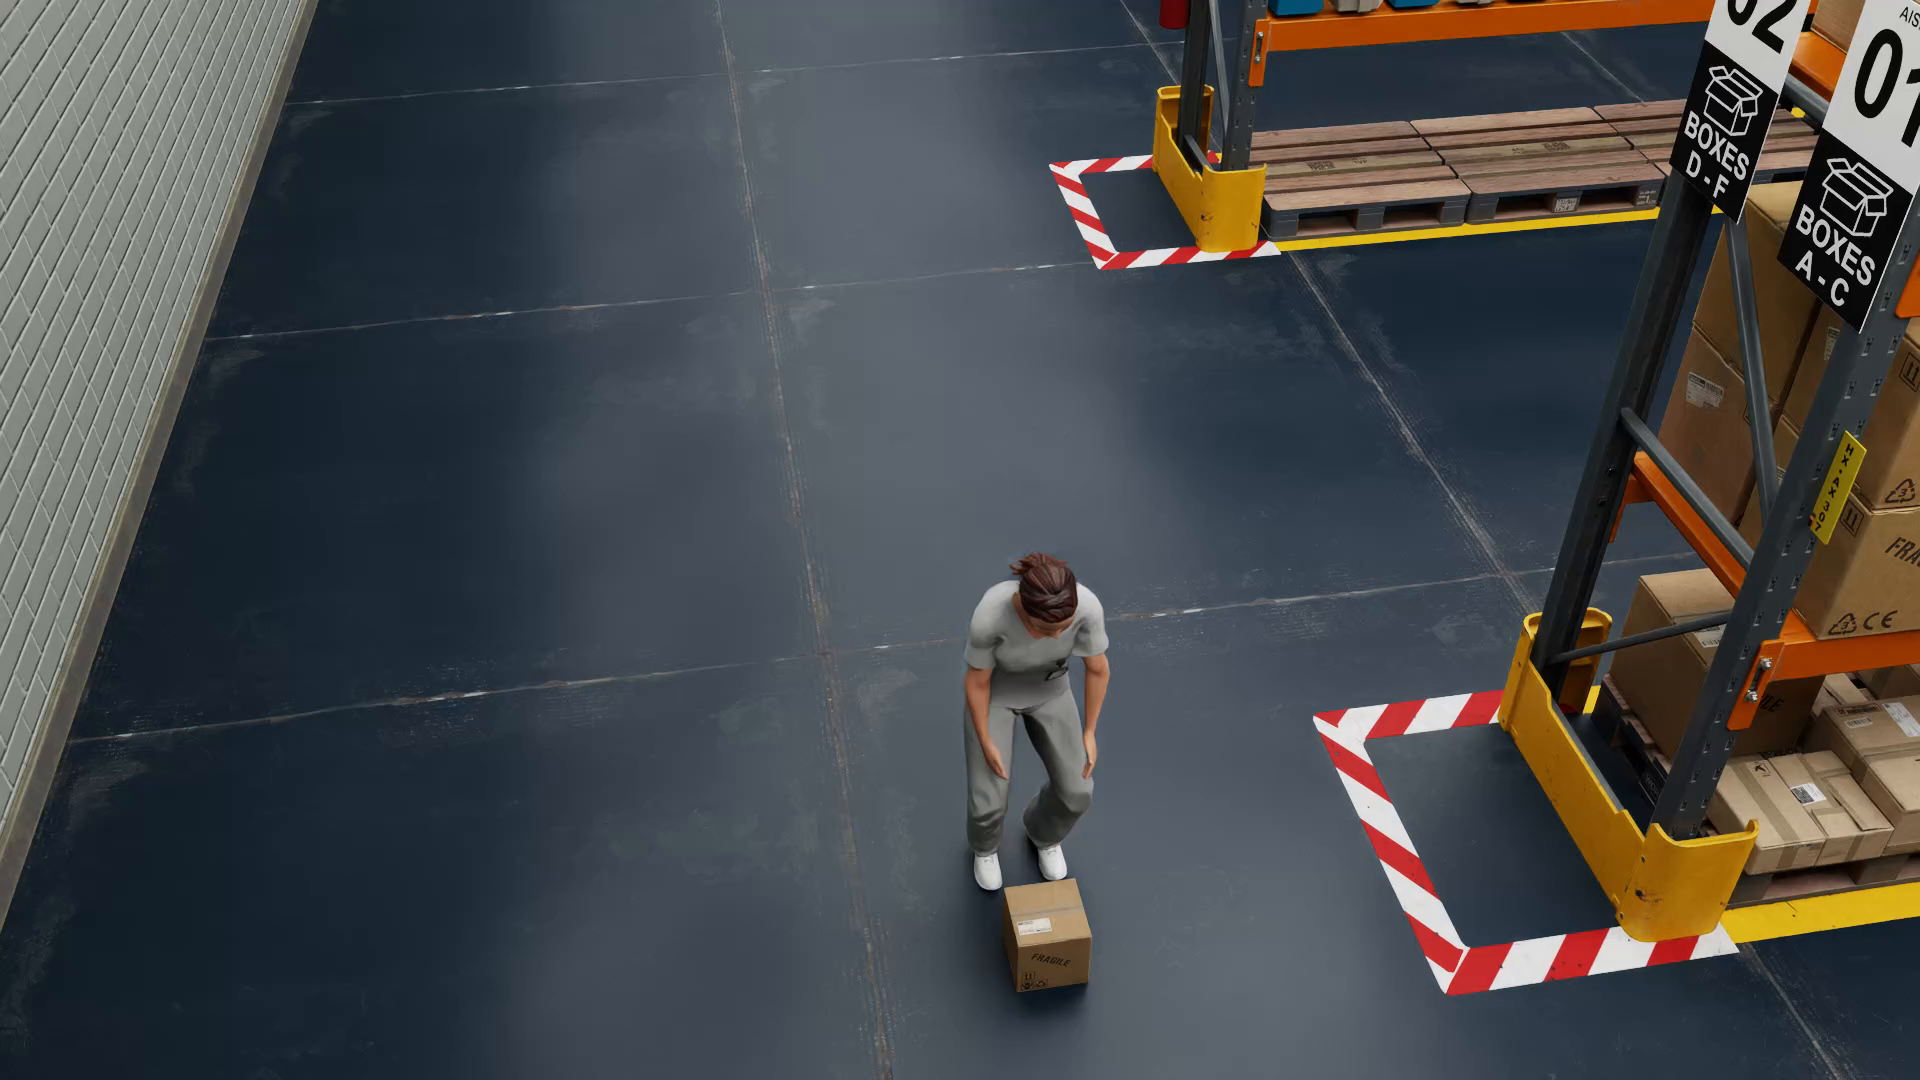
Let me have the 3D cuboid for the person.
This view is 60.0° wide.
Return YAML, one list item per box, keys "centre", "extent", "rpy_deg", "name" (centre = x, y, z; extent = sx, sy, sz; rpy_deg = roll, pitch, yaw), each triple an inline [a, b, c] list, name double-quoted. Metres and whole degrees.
- centre: [0.245, 0.589, 5.574]
  extent: [0.483, 1.494, 0.529]
  rpy_deg: [-6, 39, -7]
  name: "person"
